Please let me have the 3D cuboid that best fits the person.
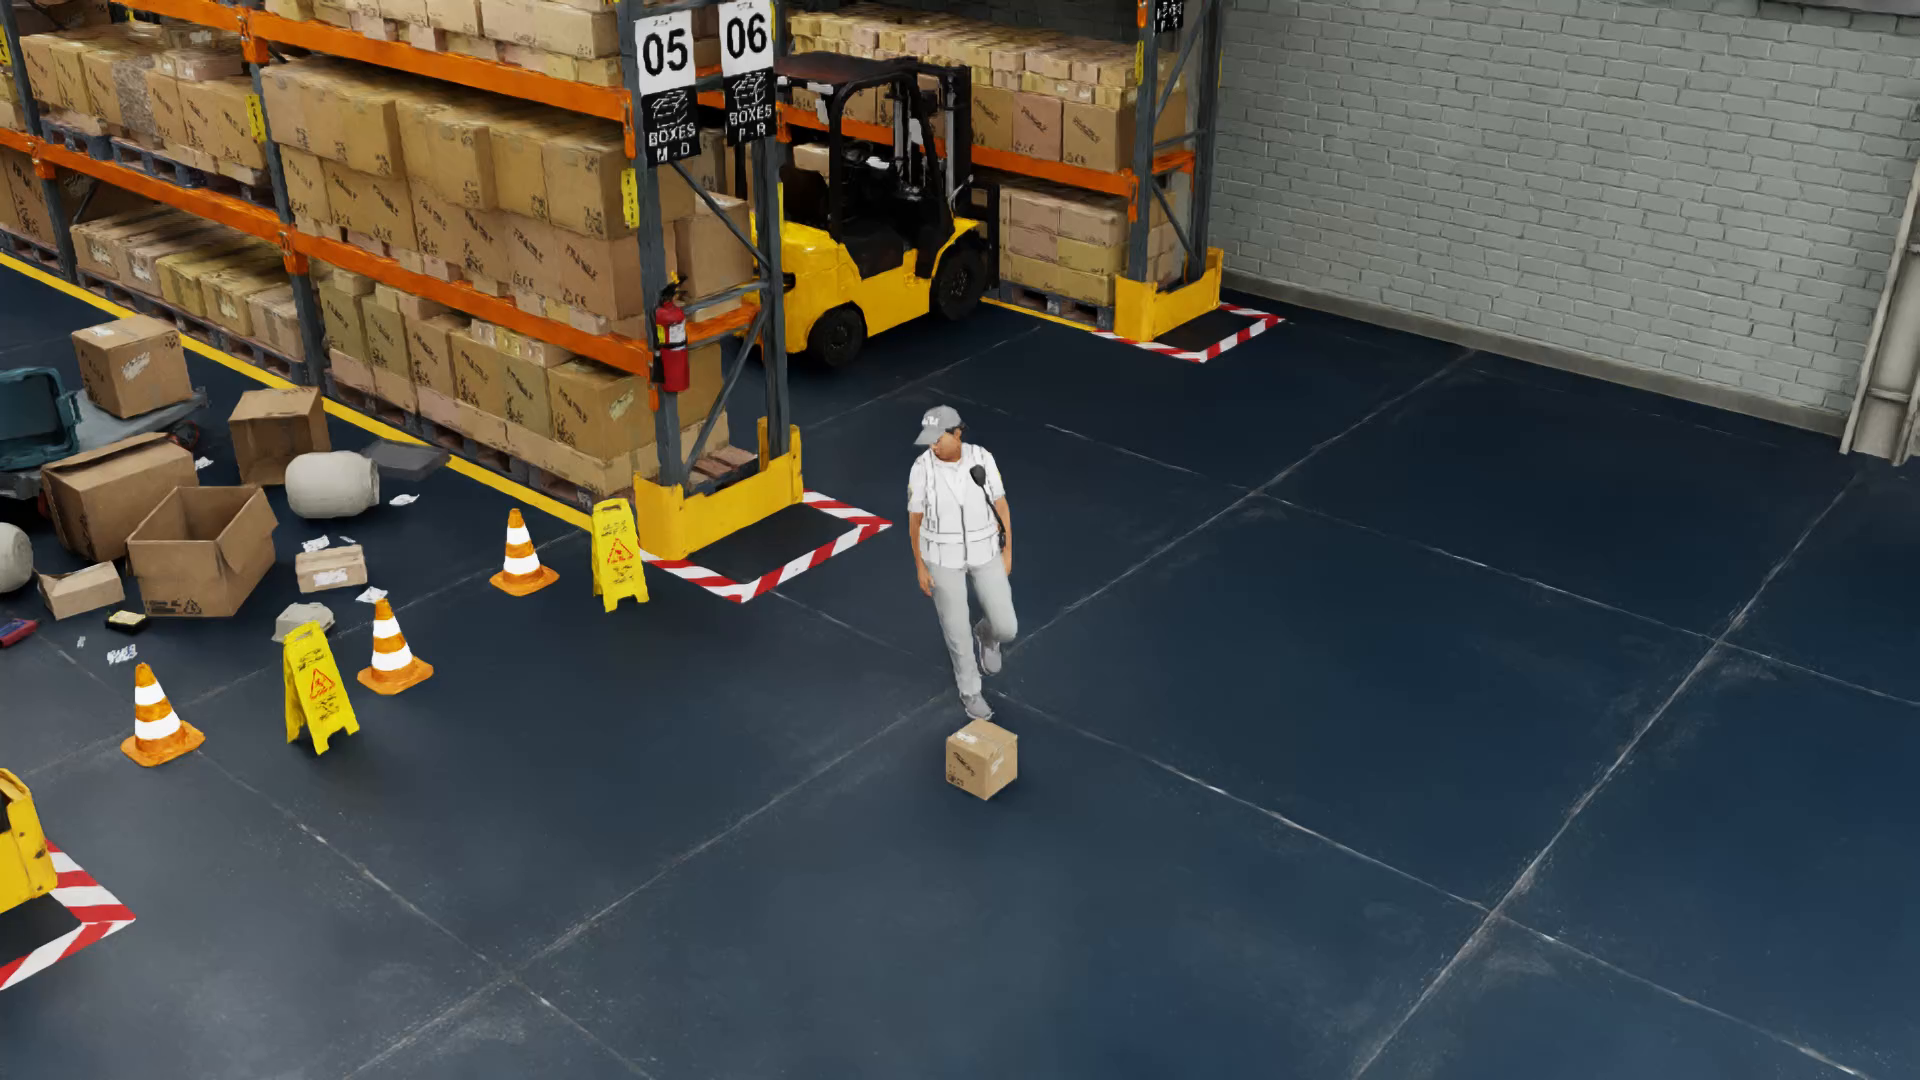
[{"bbox_3d":[0.010,0.105,8.440,0.526,1.636,0.546,-5,28,-9],"label":"person"}]
